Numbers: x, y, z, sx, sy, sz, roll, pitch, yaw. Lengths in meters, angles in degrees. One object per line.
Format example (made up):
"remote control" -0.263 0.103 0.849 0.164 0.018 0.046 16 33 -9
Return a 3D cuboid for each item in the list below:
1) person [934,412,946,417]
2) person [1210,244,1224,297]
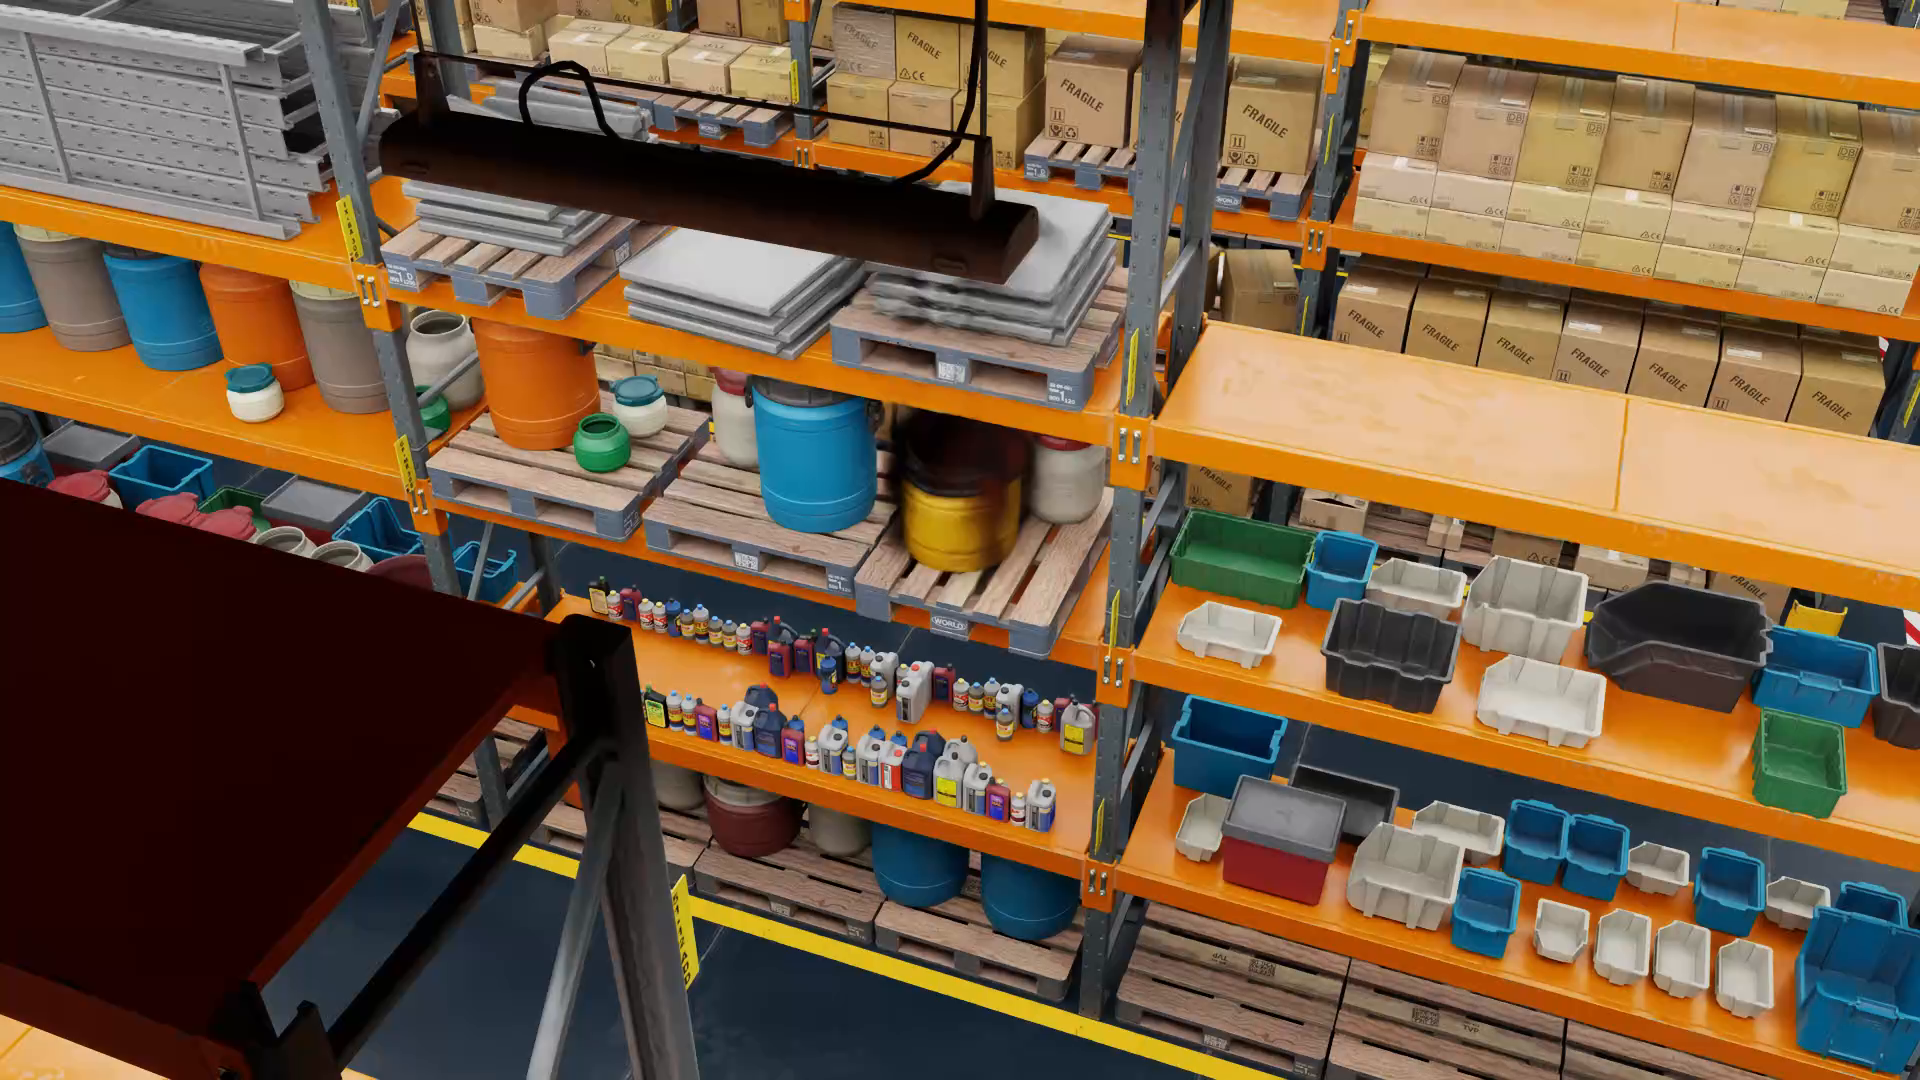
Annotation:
"person" -0.057 -0.221 12.308 0.789 1.710 0.494 6 37 9
"person" 2.387 -1.931 14.686 0.968 1.580 0.703 2 37 2
